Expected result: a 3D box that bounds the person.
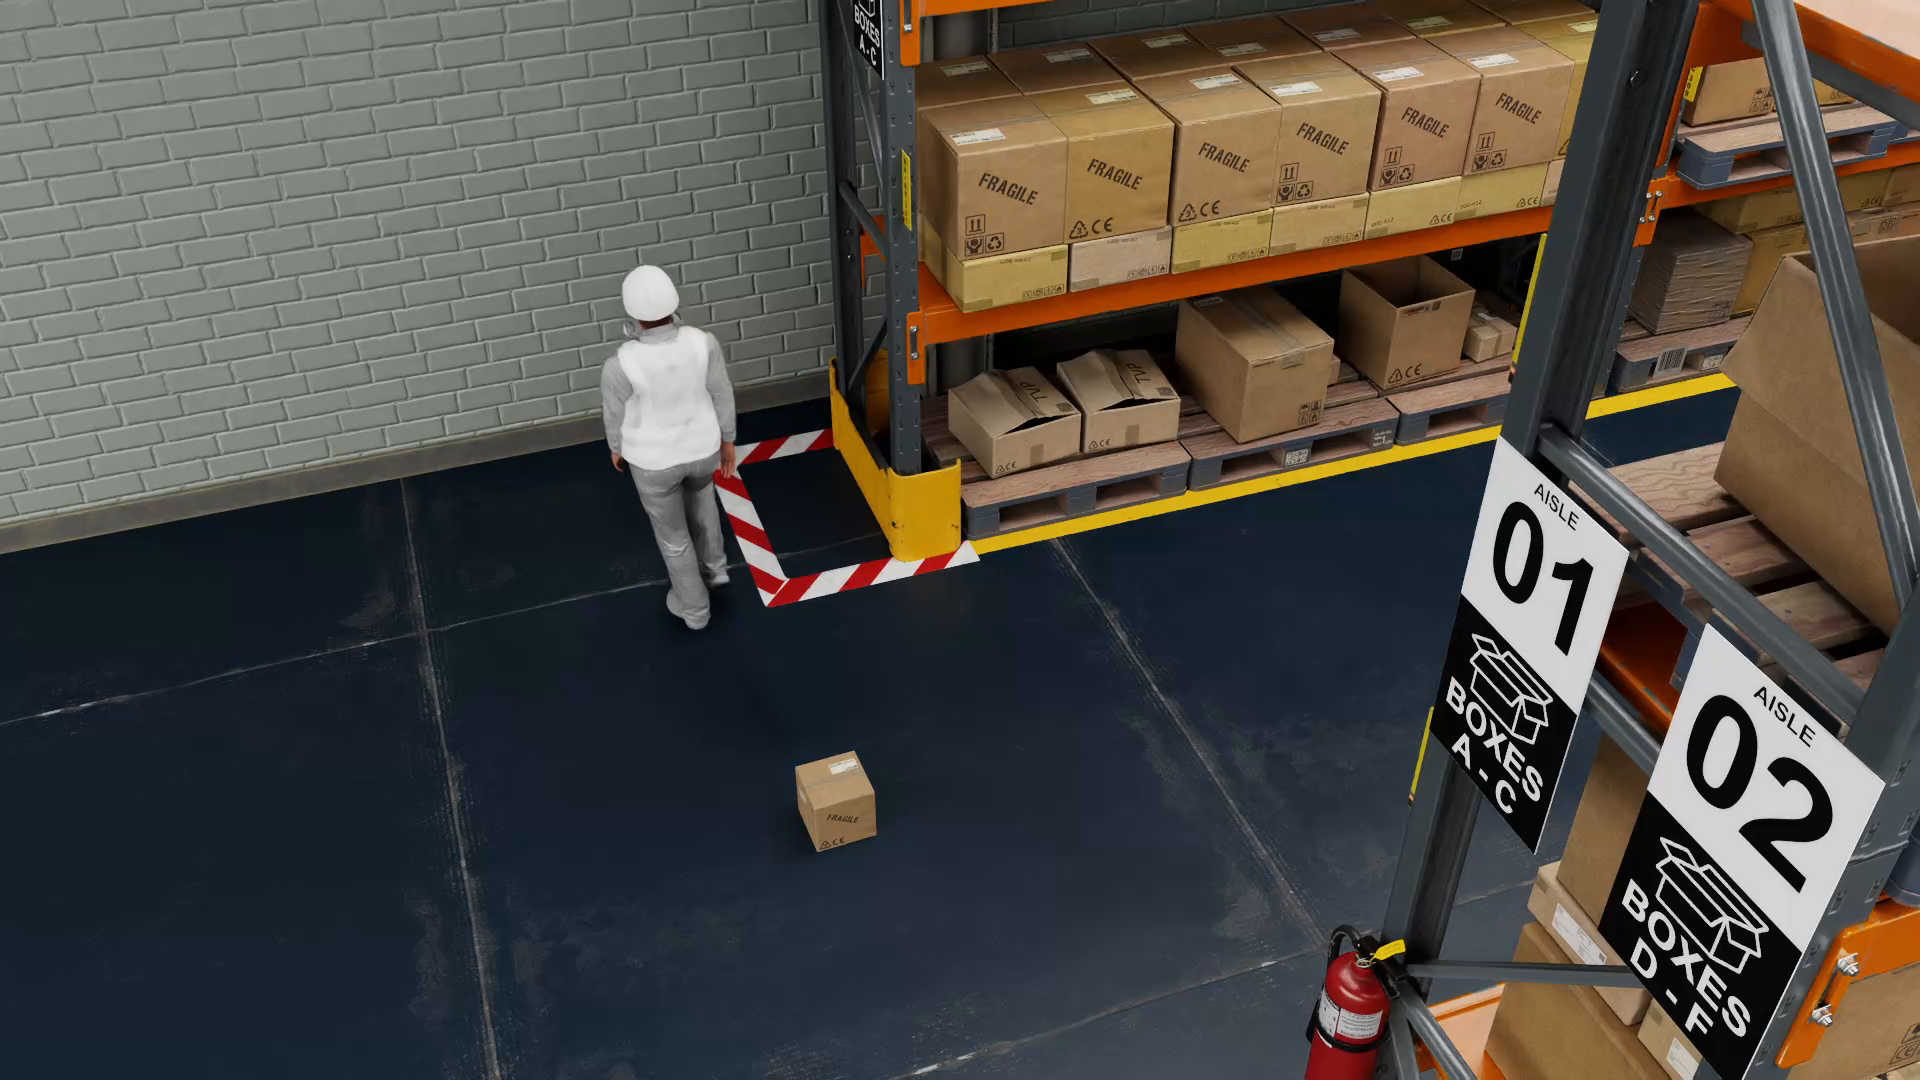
[{"bbox_3d":[-1.267,-0.396,7.276,0.547,1.816,0.501,-20,42,-24],"label":"person"}]
